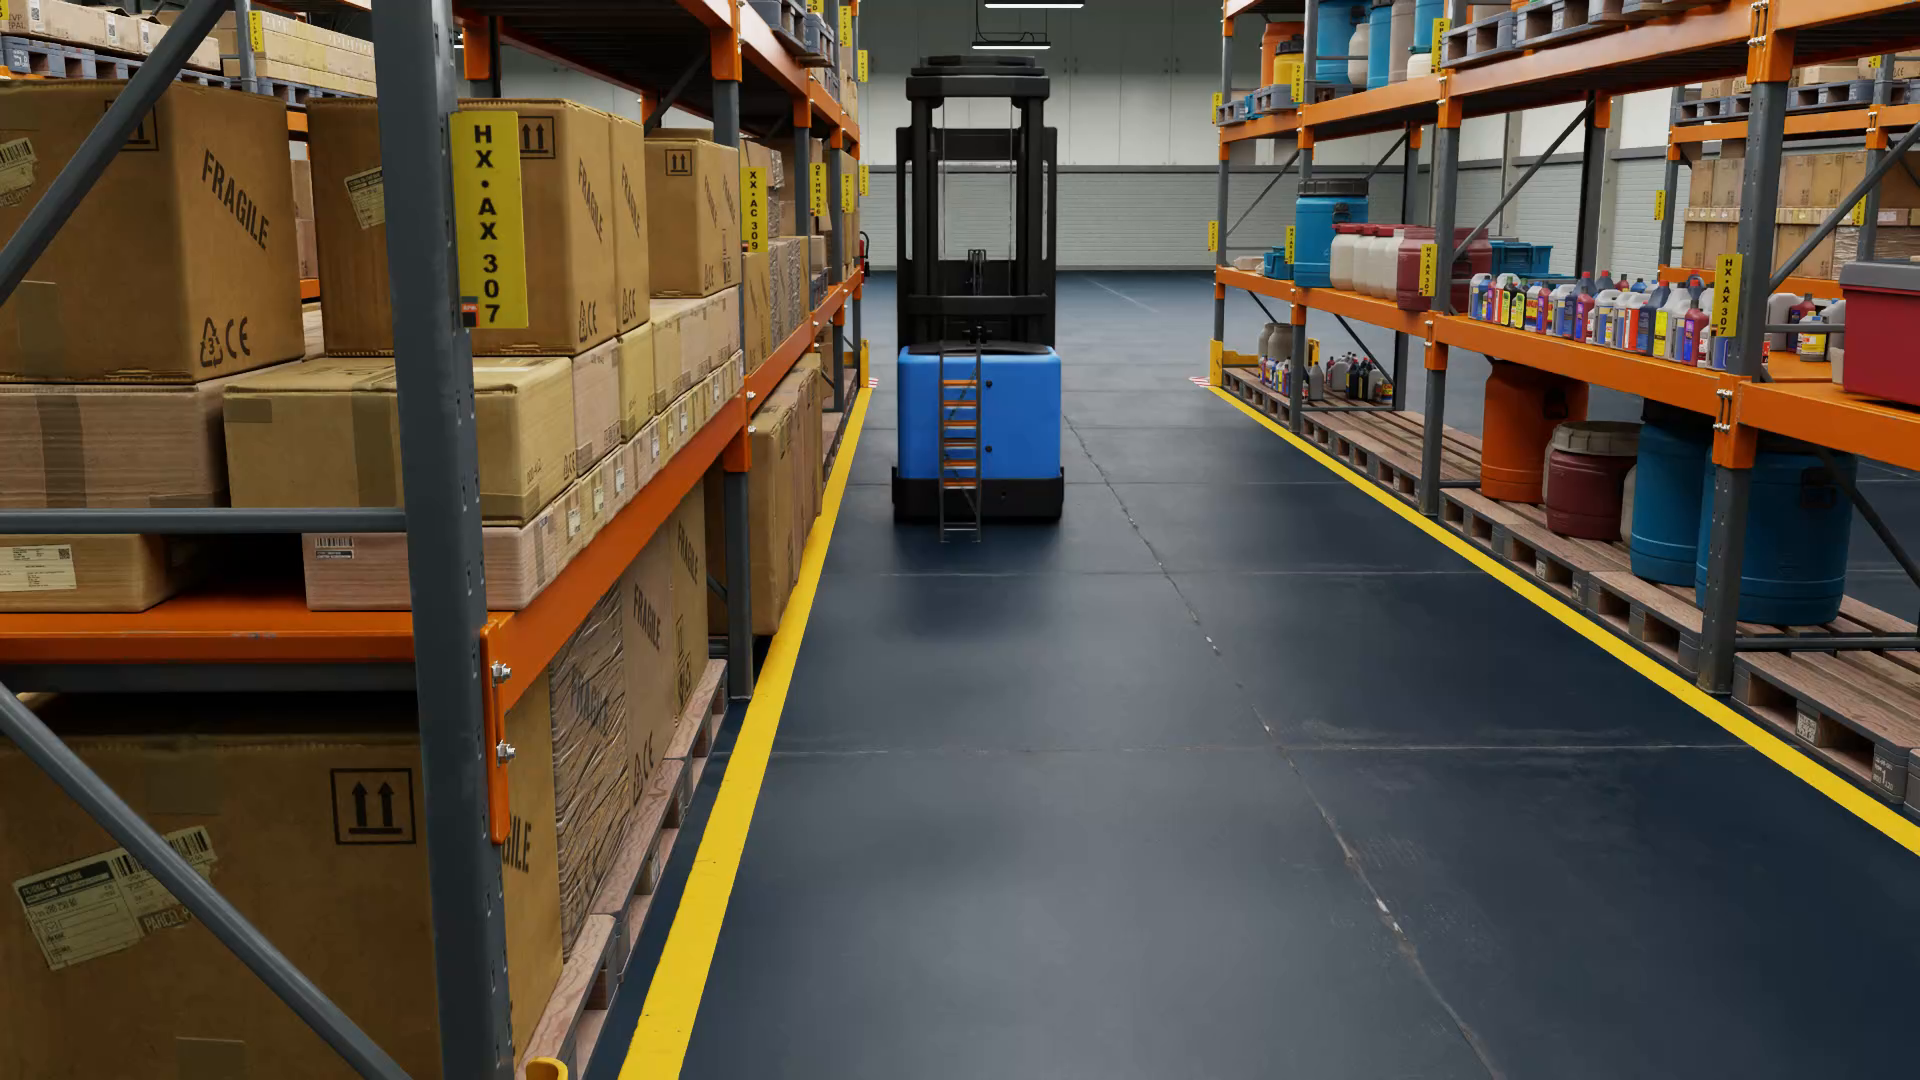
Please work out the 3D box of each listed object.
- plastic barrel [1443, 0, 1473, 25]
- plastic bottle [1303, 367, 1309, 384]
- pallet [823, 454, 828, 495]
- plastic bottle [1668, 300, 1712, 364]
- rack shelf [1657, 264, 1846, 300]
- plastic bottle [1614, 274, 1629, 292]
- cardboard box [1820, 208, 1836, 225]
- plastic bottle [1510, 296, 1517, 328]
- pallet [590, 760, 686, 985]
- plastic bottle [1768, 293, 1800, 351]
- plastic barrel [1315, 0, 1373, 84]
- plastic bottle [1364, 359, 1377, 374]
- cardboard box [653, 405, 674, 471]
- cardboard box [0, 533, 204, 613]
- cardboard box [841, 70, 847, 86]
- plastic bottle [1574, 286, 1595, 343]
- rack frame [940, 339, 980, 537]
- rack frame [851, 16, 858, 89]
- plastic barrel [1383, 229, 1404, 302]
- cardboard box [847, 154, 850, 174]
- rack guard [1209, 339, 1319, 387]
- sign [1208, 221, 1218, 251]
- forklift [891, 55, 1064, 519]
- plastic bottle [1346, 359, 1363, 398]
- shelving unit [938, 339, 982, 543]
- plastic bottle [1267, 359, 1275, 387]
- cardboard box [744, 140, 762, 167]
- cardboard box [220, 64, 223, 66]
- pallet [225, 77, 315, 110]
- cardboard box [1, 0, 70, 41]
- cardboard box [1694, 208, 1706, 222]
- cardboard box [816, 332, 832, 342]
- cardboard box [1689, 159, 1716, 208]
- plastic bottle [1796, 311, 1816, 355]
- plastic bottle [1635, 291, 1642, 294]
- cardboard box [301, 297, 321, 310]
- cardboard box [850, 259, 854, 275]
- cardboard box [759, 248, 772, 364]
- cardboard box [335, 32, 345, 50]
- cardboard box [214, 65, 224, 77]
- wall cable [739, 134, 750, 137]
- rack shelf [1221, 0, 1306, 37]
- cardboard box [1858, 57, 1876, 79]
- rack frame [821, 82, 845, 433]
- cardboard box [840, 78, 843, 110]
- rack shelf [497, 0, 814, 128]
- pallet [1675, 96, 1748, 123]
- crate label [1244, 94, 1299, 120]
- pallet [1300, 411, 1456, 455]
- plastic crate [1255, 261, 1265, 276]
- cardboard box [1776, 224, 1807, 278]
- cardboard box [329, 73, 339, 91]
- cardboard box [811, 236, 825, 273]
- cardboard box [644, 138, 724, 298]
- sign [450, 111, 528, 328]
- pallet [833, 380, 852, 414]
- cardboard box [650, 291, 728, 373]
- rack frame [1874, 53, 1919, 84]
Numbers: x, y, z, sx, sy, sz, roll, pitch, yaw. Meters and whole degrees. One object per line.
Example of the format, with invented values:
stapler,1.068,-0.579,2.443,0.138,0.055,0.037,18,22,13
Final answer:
plastic barrel,3.700,-3.608,11.675,0.600,0.830,0.708,0,11,-1
plastic bottle,3.129,-1.473,15.330,0.144,0.351,0.185,-1,11,-3
pallet,-1.453,-0.402,11.509,1.003,0.211,1.213,0,11,-1
plastic bottle,3.257,-0.927,7.396,0.152,0.276,0.135,0,11,-1
rack shelf,8.342,-2.493,16.613,1.077,0.370,4.000,0,11,-1
plastic bottle,3.953,-1.452,9.964,0.061,0.283,0.133,0,11,-1
cardboard box,8.152,-2.969,15.268,0.380,0.149,0.250,-1,11,-3
plastic bottle,3.187,-1.307,9.457,0.097,0.201,0.097,0,11,0
pallet,-1.390,0.943,4.878,1.003,0.211,1.213,0,11,-1
plastic bottle,3.948,-1.055,8.027,0.152,0.276,0.135,0,11,-1
plastic barrel,3.517,-4.548,15.073,0.600,0.901,0.708,0,11,-1
plastic bottle,3.829,-1.508,15.504,0.144,0.351,0.185,0,11,0
cardboard box,-0.984,-0.277,4.514,0.380,0.149,0.250,-1,11,-3
cardboard box,-1.610,0.031,2.994,0.380,0.149,0.250,0,11,0
cardboard box,-1.244,-4.275,15.415,0.380,0.149,0.250,0,11,-2
plastic bottle,3.189,-1.150,8.475,0.061,0.283,0.133,0,11,-1
rack frame,-0.002,-0.609,10.044,0.240,1.200,0.006,0,11,-1
rack frame,-1.604,-6.143,17.708,1.000,3.000,0.127,0,11,-1
plastic barrel,3.270,-1.976,11.971,0.421,0.512,0.421,0,11,0
cardboard box,-1.298,-3.382,15.672,0.500,0.500,0.500,0,11,-1
rack guard,3.397,-1.984,18.579,1.175,0.500,0.348,0,11,-1
sign,2.798,-3.358,18.370,0.100,0.325,0.005,0,11,-1
forklift,0.109,-1.814,11.627,1.130,2.935,3.031,0,11,0
plastic bottle,3.685,-1.507,15.501,0.144,0.351,0.185,0,11,-1
shelving unit,0.000,-0.591,9.954,0.258,1.200,0.189,0,11,-1
plastic bottle,3.083,-1.652,16.415,0.097,0.271,0.097,0,11,0
cardboard box,-1.408,-1.745,8.344,0.797,0.503,0.637,0,11,1
cardboard box,-6.759,-4.402,14.991,0.500,0.250,0.500,0,11,-1
pallet,-6.488,-3.997,14.896,1.003,0.211,1.213,0,11,-1
cardboard box,-6.194,-3.439,10.837,0.500,0.311,0.500,0,11,-1
cardboard box,8.102,-3.479,17.779,0.380,0.149,0.250,-1,11,-3
cardboard box,-1.567,-1.817,16.700,0.500,0.500,0.500,1,11,4
cardboard box,8.299,-3.825,17.853,0.700,0.500,0.500,0,11,-1
plastic bottle,3.981,-0.969,7.791,0.097,0.201,0.097,0,11,0
plastic bottle,3.364,-1.102,8.271,0.097,0.271,0.097,0,11,0
cardboard box,-6.447,-1.877,16.054,0.875,0.875,0.875,0,11,-1
cardboard box,-1.255,-2.727,16.586,0.380,0.149,0.250,0,11,-1
cardboard box,-1.127,-1.059,7.485,0.500,0.500,0.500,0,11,-1
cardboard box,-6.187,-4.827,16.081,0.380,0.149,0.250,0,11,-1
cardboard box,-6.822,-4.182,14.909,0.380,0.149,0.250,0,11,0
wall cable,-7.228,-14.196,48.849,2.305,6.003,0.169,0,11,-1
rack shelf,3.390,-5.218,15.960,1.077,0.370,4.000,0,11,-1
cardboard box,8.625,-4.357,15.265,0.500,0.311,0.500,-1,12,-4
rack frame,-1.521,-2.408,14.385,1.000,3.000,0.127,0,11,-1
cardboard box,-1.274,-3.895,14.548,0.500,0.250,0.500,-1,11,-3
rack shelf,-1.397,-2.333,8.279,1.077,0.370,4.000,0,11,-1
pallet,8.289,-4.529,17.518,1.003,0.211,1.213,0,11,-1
crate label,3.057,-4.247,16.280,0.502,0.251,0.408,0,11,-1
pallet,3.486,-0.906,13.994,1.003,0.211,1.213,0,11,-1
plastic crate,3.144,-2.621,16.097,0.530,0.136,0.437,0,11,-1
cardboard box,8.344,-2.790,16.015,0.700,0.500,0.500,0,11,0
cardboard box,-6.181,-4.386,15.912,0.380,0.149,0.250,0,11,0
cardboard box,-1.243,-2.079,12.086,0.500,0.250,0.500,-1,11,-3
cardboard box,-1.073,-1.068,5.521,0.500,0.500,0.500,0,11,-1
sign,-0.718,-0.487,2.538,0.100,0.325,0.005,0,11,-1
pallet,-1.598,-1.418,16.518,1.003,0.211,1.213,0,11,-1
cardboard box,-1.071,-0.701,5.597,0.500,0.250,0.500,0,11,1
rack frame,8.383,-5.388,13.985,1.000,3.000,0.127,0,11,-1
